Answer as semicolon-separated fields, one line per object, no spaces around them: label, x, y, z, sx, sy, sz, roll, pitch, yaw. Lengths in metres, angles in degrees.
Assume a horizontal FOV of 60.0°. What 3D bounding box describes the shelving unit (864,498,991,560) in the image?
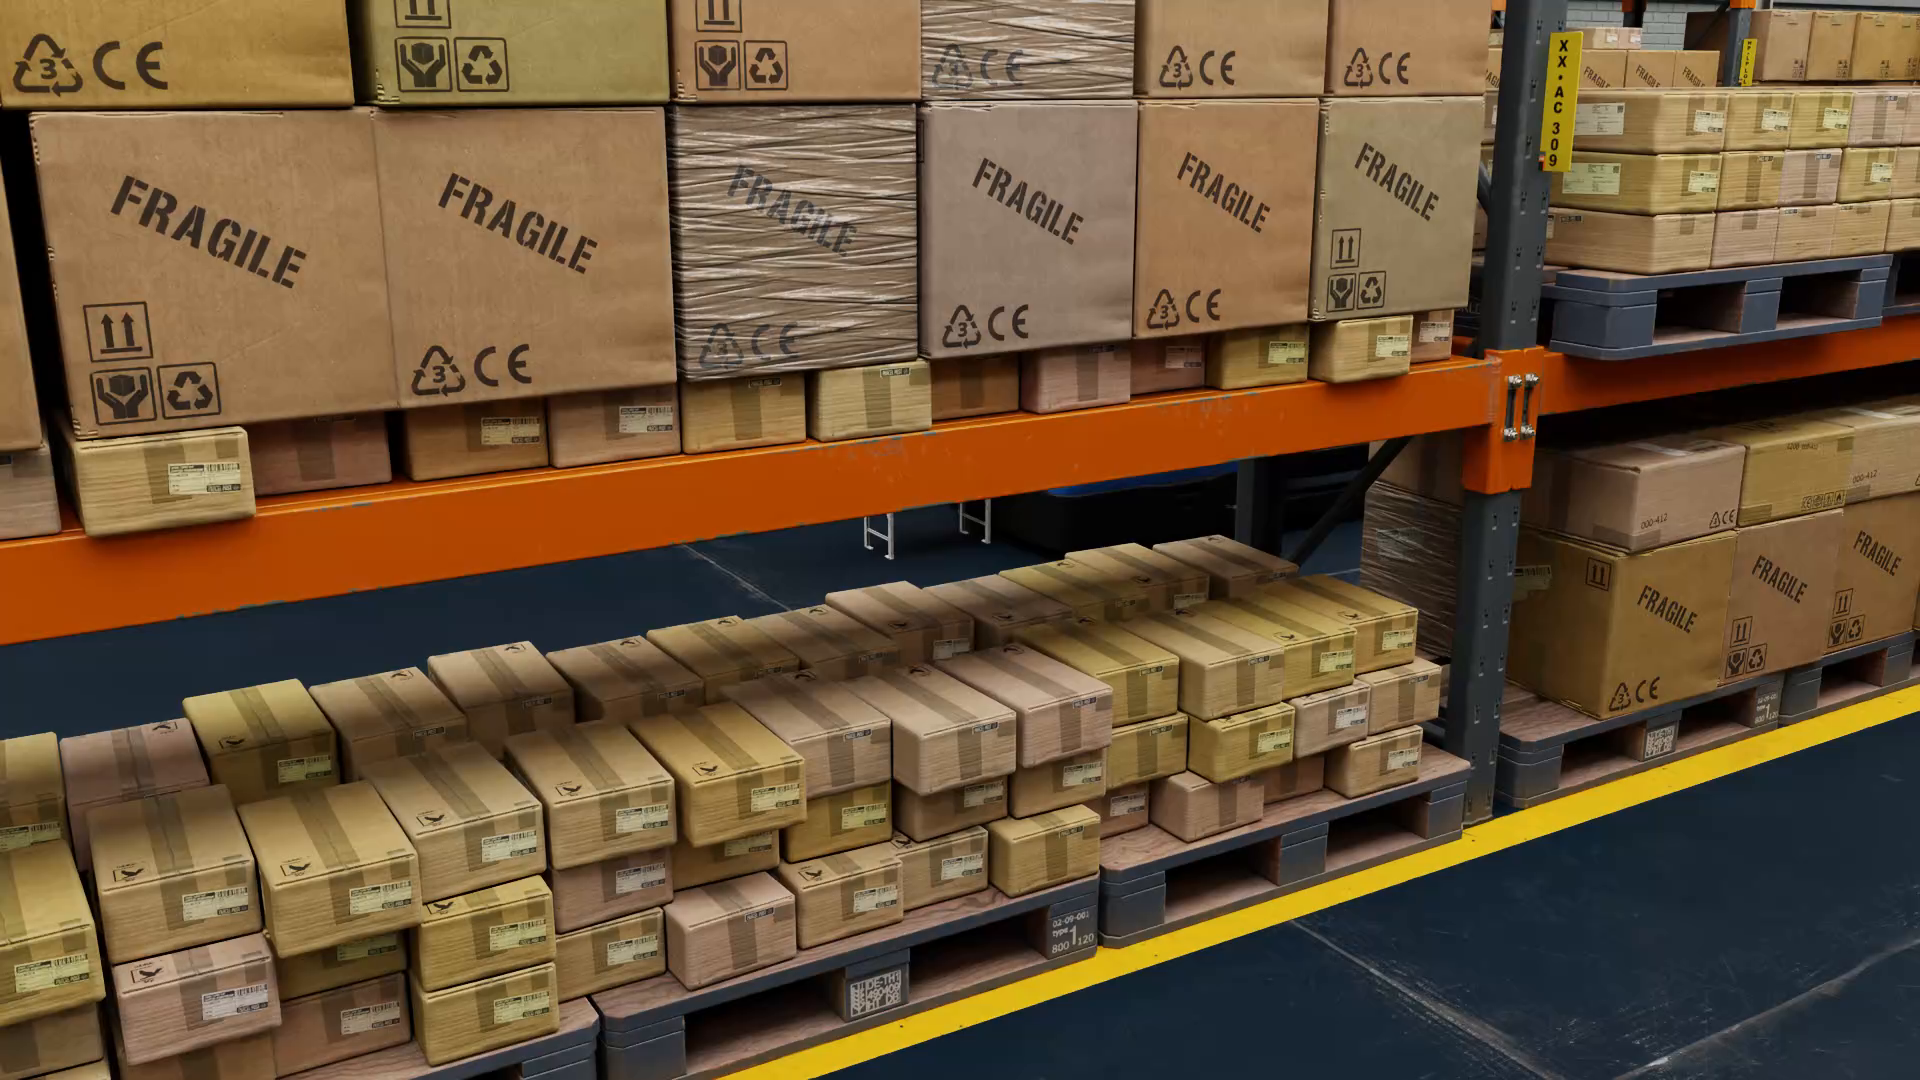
shelving unit;-0.142;-0.555;7.166;0.503;1.200;0.258;-9;18;-30

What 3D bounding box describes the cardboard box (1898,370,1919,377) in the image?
cardboard box;3.720;-0.458;5.950;0.500;0.250;0.500;-9;18;-29

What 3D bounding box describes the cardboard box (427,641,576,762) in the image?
cardboard box;-1.078;0.379;3.903;0.250;0.149;0.380;-8;18;-28

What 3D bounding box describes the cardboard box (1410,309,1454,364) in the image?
cardboard box;1.046;-0.556;4.300;0.250;0.149;0.380;-9;18;-30

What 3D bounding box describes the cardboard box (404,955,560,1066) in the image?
cardboard box;-0.978;0.856;3.304;0.250;0.149;0.380;-9;18;-29

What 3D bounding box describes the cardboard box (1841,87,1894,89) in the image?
cardboard box;2.977;-1.492;5.760;0.250;0.149;0.380;-9;18;-28

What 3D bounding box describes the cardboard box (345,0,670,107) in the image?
cardboard box;-0.851;-1.027;2.928;0.500;0.500;0.500;-10;18;-31

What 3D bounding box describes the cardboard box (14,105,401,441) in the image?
cardboard box;-1.286;-0.485;2.845;0.500;0.500;0.500;-9;18;-30

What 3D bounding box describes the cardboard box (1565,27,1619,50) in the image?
cardboard box;4.305;-3.461;11.483;0.250;0.149;0.380;-10;19;-32

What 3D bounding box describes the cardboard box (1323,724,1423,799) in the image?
cardboard box;1.009;0.533;4.454;0.250;0.149;0.380;-9;18;-29

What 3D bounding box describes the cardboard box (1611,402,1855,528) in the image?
cardboard box;2.395;-0.246;5.195;0.500;0.250;0.500;-9;18;-28

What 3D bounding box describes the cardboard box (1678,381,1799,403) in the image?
cardboard box;2.571;-0.437;5.877;0.500;0.250;0.500;-10;19;-32

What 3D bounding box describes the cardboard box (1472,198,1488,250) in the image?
cardboard box;1.408;-0.953;4.939;0.250;0.149;0.380;-10;18;-31

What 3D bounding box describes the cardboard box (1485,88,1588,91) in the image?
cardboard box;1.643;-1.277;4.992;0.250;0.149;0.380;-10;18;-31

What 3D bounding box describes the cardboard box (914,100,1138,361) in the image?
cardboard box;0.028;-0.689;3.573;0.500;0.500;0.500;-9;18;-30

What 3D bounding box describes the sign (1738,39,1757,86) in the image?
sign;5.680;-3.443;11.991;0.005;0.325;0.100;-9;18;-30

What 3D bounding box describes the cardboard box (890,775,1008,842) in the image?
cardboard box;-0.096;0.541;3.877;0.250;0.149;0.380;-10;19;-32

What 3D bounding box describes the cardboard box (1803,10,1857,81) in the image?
cardboard box;6.329;-3.764;12.690;0.500;0.500;0.700;-9;18;-29

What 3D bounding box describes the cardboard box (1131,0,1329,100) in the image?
cardboard box;0.466;-1.242;3.696;0.500;0.500;0.500;-10;18;-31

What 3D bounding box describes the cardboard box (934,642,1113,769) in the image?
cardboard box;0.143;0.381;3.894;0.250;0.149;0.380;-10;19;-32

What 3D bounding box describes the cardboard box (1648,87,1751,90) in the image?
cardboard box;2.303;-1.382;5.368;0.250;0.149;0.380;-10;18;-32

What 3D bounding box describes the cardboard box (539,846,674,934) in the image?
cardboard box;-0.795;0.650;3.485;0.250;0.149;0.380;-10;19;-32

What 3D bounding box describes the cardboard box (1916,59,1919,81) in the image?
cardboard box;7.673;-3.958;13.383;0.500;0.500;0.700;-9;18;-30

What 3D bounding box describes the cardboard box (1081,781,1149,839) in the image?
cardboard box;0.262;0.610;4.179;0.250;0.149;0.380;-10;18;-31

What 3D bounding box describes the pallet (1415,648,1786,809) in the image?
pallet;1.836;0.464;5.365;1.213;0.211;1.003;-9;18;-30

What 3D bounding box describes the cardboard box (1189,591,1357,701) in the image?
cardboard box;0.800;0.268;4.299;0.250;0.149;0.380;-9;18;-29

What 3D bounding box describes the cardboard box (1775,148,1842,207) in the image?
cardboard box;2.187;-1.016;4.613;0.250;0.149;0.380;-9;18;-28

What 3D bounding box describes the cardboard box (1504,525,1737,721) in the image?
cardboard box;1.940;0.189;5.030;0.500;0.500;0.500;-8;18;-28

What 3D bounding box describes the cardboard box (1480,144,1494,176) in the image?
cardboard box;1.409;-1.096;4.899;0.250;0.149;0.380;-9;18;-28

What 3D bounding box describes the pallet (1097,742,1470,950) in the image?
pallet;0.612;0.674;4.616;1.213;0.211;1.003;-9;18;-30

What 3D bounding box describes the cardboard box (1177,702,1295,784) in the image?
cardboard box;0.617;0.456;4.179;0.250;0.149;0.380;-10;18;-32

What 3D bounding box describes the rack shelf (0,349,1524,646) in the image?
rack shelf;-0.545;-0.146;3.707;4.000;0.370;1.077;-9;18;-30

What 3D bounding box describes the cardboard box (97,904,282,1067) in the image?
cardboard box;-1.414;0.774;3.043;0.250;0.149;0.380;-9;18;-30

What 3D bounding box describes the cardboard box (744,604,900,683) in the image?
cardboard box;-0.353;0.300;4.185;0.250;0.149;0.380;-10;19;-32

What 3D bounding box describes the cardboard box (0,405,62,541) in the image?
cardboard box;-1.615;-0.108;2.702;0.250;0.149;0.380;-8;18;-28

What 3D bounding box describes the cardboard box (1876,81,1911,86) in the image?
cardboard box;7.190;-3.419;13.312;0.500;0.500;0.500;-9;18;-29

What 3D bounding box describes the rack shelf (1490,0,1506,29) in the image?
rack shelf;4.546;-5.538;17.383;4.000;0.370;1.077;-9;18;-30

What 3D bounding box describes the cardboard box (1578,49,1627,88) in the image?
cardboard box;4.244;-3.151;11.577;0.500;0.500;0.500;-9;18;-28

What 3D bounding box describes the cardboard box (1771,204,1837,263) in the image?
cardboard box;2.195;-0.874;4.657;0.250;0.149;0.380;-9;18;-29

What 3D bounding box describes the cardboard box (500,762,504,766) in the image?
cardboard box;-1.072;0.526;3.930;0.250;0.149;0.380;-9;18;-29

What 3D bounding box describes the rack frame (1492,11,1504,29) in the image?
rack frame;6.261;-4.718;18.683;0.127;3.000;1.000;-9;18;-30

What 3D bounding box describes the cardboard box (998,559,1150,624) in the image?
cardboard box;0.310;0.185;4.596;0.250;0.149;0.380;-9;18;-30

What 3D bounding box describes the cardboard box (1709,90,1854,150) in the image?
cardboard box;2.201;-1.162;4.582;0.250;0.149;0.380;-9;18;-29

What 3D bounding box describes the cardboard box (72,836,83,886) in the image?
cardboard box;-1.953;0.673;3.403;0.250;0.149;0.380;-10;18;-31

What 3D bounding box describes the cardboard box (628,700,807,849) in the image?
cardboard box;-0.517;0.488;3.514;0.250;0.149;0.380;-9;18;-29

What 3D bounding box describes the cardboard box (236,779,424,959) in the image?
cardboard box;-1.178;0.604;3.100;0.250;0.149;0.380;-9;18;-30

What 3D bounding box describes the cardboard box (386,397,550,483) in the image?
cardboard box;-0.961;-0.233;3.147;0.250;0.149;0.380;-9;18;-30

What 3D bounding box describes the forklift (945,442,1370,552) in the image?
forklift;1.451;-1.612;7.729;3.031;2.935;1.130;-9;18;-30

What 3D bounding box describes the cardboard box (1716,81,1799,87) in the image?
cardboard box;5.912;-3.202;12.539;0.500;0.500;0.500;-9;18;-30

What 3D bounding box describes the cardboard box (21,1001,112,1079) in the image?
cardboard box;-1.645;0.957;2.942;0.250;0.149;0.380;-9;18;-29

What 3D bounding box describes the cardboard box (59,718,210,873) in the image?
cardboard box;-1.691;0.516;3.415;0.250;0.149;0.380;-9;18;-29

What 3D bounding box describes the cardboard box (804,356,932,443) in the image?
cardboard box;-0.258;-0.322;3.466;0.250;0.149;0.380;-9;18;-29

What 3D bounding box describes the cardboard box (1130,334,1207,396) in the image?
cardboard box;0.365;-0.451;3.928;0.250;0.149;0.380;-10;18;-31

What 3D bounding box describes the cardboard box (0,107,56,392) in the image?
cardboard box;-1.562;-0.598;3.251;0.500;0.500;0.500;-10;18;-31

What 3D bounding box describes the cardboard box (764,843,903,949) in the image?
cardboard box;-0.326;0.739;3.720;0.250;0.149;0.380;-9;18;-30

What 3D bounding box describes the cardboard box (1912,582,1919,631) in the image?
cardboard box;3.277;-0.025;5.794;0.500;0.500;0.500;-10;19;-32
